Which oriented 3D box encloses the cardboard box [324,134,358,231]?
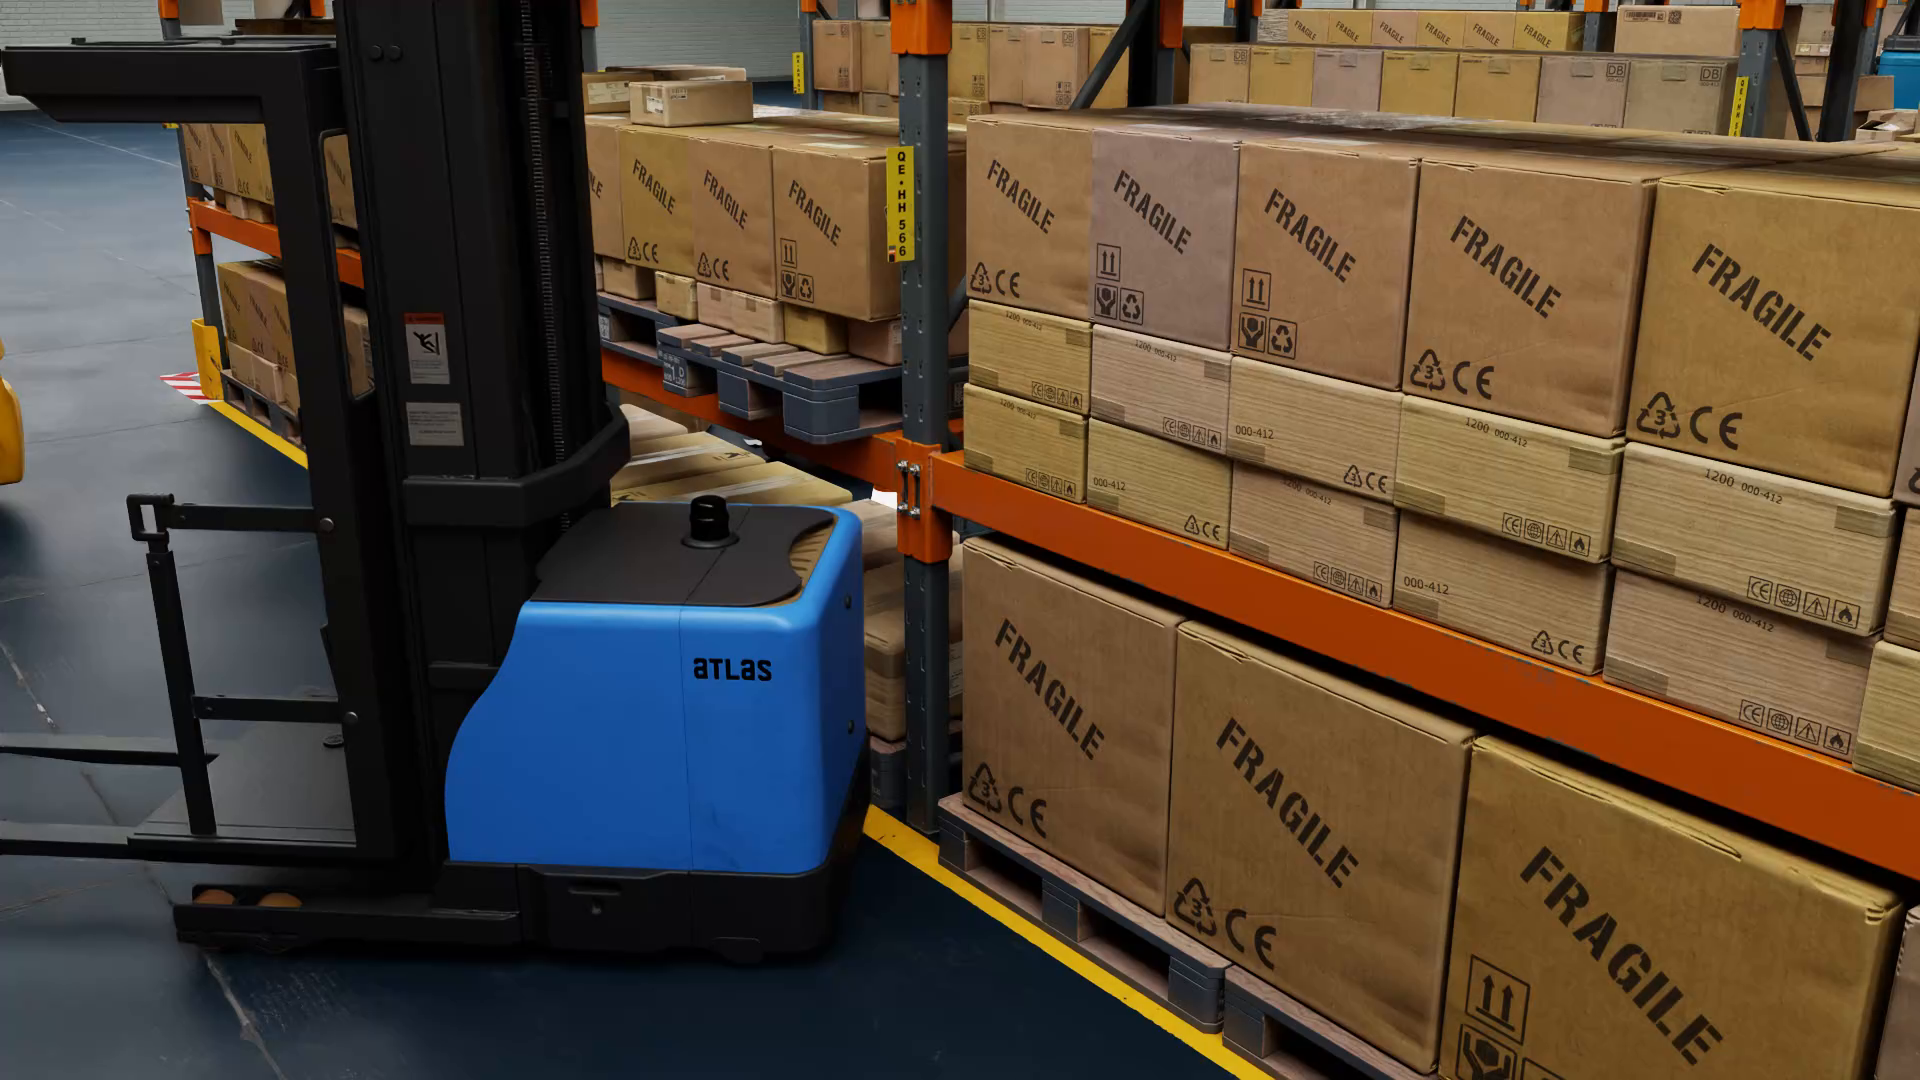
[{"bbox_3d":[-3.028,-1.924,8.769,0.500,0.500,0.500,-13,22,-34],"label":"cardboard box"}]

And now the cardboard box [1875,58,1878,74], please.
[{"bbox_3d":[12.064,-5.950,21.401,0.700,0.500,0.500,-13,22,-35],"label":"cardboard box"}]

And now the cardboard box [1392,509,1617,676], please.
[{"bbox_3d":[1.321,0.052,3.672,0.500,0.250,0.500,-14,23,-36],"label":"cardboard box"}]

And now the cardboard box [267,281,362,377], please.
[{"bbox_3d":[-3.783,-1.273,9.948,0.500,0.500,0.500,-13,23,-35],"label":"cardboard box"}]

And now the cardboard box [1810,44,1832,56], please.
[{"bbox_3d":[11.370,-6.429,21.815,0.380,0.149,0.250,-14,23,-37],"label":"cardboard box"}]

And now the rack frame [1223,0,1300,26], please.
[{"bbox_3d":[3.053,-4.469,17.086,1.000,3.000,0.127,-14,23,-36],"label":"rack frame"}]

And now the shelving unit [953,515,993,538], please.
[{"bbox_3d":[0.005,-0.425,8.215,0.258,0.900,0.210,-14,23,-36],"label":"shelving unit"}]

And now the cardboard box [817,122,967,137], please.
[{"bbox_3d":[-0.176,-1.234,6.018,0.500,0.500,0.500,-13,22,-33],"label":"cardboard box"}]

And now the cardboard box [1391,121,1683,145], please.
[{"bbox_3d":[1.406,-0.761,4.138,0.500,0.500,0.500,-14,23,-36],"label":"cardboard box"}]

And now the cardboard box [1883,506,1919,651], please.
[{"bbox_3d":[1.954,0.073,2.813,0.500,0.250,0.500,-13,23,-35],"label":"cardboard box"}]

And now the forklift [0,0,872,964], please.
[{"bbox_3d":[-1.839,-0.369,4.815,3.031,2.935,1.130,1,18,4],"label":"forklift"}]

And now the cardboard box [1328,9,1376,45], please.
[{"bbox_3d":[3.797,-4.696,15.549,0.500,0.500,0.500,-14,23,-36],"label":"cardboard box"}]

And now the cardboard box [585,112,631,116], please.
[{"bbox_3d":[-1.558,-1.518,6.874,0.500,0.500,0.500,-14,23,-36],"label":"cardboard box"}]

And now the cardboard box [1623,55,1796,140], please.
[{"bbox_3d":[3.798,-2.189,8.452,0.700,0.500,0.500,-14,23,-36],"label":"cardboard box"}]

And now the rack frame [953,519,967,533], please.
[{"bbox_3d":[-0.058,-0.450,8.291,0.240,0.900,0.006,-14,23,-36],"label":"rack frame"}]

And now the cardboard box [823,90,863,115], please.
[{"bbox_3d":[-0.632,-3.514,13.965,0.875,0.550,0.550,-14,23,-36],"label":"cardboard box"}]

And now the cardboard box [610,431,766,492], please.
[{"bbox_3d":[-1.456,-0.196,7.694,0.950,0.372,0.625,-12,22,-33],"label":"cardboard box"}]

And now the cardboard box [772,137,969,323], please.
[{"bbox_3d":[-0.249,-1.009,5.338,0.500,0.500,0.500,-15,23,-38],"label":"cardboard box"}]

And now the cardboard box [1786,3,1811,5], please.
[{"bbox_3d":[11.133,-6.934,22.308,0.700,0.500,0.500,-14,23,-36],"label":"cardboard box"}]

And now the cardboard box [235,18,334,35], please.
[{"bbox_3d":[-4.227,-3.115,10.774,0.700,0.500,0.500,-15,23,-37],"label":"cardboard box"}]

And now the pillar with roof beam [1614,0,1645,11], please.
[{"bbox_3d":[8.714,-10.852,26.818,9.100,9.000,0.400,-14,23,-36],"label":"pillar with roof beam"}]

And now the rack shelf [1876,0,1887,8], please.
[{"bbox_3d":[10.661,-5.039,15.182,1.077,0.370,4.000,-14,23,-36],"label":"rack shelf"}]

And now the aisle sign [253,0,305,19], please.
[{"bbox_3d":[-4.527,-3.841,11.054,0.394,0.787,0.004,-14,23,-36],"label":"aisle sign"}]

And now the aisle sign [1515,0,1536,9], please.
[{"bbox_3d":[6.661,-6.630,19.478,0.394,0.787,0.004,-14,23,-36],"label":"aisle sign"}]

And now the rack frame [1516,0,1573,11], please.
[{"bbox_3d":[6.935,-5.435,20.006,1.000,3.000,0.127,-14,23,-36],"label":"rack frame"}]

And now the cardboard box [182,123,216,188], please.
[{"bbox_3d":[-4.639,-2.552,10.667,0.500,0.500,0.500,-14,23,-37],"label":"cardboard box"}]

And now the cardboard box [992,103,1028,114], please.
[{"bbox_3d":[0.745,-2.987,12.372,0.875,0.550,0.550,-14,23,-36],"label":"cardboard box"}]

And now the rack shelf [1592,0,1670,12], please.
[{"bbox_3d":[6.778,-4.073,12.263,1.077,0.370,4.000,-14,23,-36],"label":"rack shelf"}]

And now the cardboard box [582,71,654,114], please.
[{"bbox_3d":[-1.462,-1.812,6.732,0.380,0.149,0.250,-12,22,-33],"label":"cardboard box"}]

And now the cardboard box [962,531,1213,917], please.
[{"bbox_3d":[0.615,0.432,4.997,0.875,0.875,0.875,-14,23,-37],"label":"cardboard box"}]

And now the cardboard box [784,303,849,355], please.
[{"bbox_3d":[-0.360,-0.730,5.527,0.380,0.149,0.250,-14,23,-35],"label":"cardboard box"}]

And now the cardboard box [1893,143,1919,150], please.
[{"bbox_3d":[4.373,-1.699,7.508,0.380,0.149,0.250,-15,23,-38],"label":"cardboard box"}]

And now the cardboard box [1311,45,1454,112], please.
[{"bbox_3d":[2.533,-2.690,9.965,0.700,0.500,0.500,-14,23,-36],"label":"cardboard box"}]

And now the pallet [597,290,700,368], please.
[{"bbox_3d":[-1.010,-0.952,6.771,1.003,0.211,1.213,-14,23,-36],"label":"pallet"}]

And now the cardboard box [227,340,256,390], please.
[{"bbox_3d":[-4.432,-1.176,10.848,0.500,0.250,0.500,-14,23,-37],"label":"cardboard box"}]

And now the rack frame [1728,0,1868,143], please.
[{"bbox_3d":[4.069,-1.554,8.285,1.000,3.000,0.127,-14,23,-36],"label":"rack frame"}]

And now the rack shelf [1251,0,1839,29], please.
[{"bbox_3d":[2.827,-3.130,9.415,1.077,0.370,4.000,-14,23,-36],"label":"rack shelf"}]

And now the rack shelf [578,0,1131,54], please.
[{"bbox_3d":[-0.990,-2.139,6.422,1.077,0.370,4.000,-14,23,-36],"label":"rack shelf"}]

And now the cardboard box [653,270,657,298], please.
[{"bbox_3d":[-0.940,-0.999,6.338,0.380,0.149,0.250,-14,23,-36],"label":"cardboard box"}]

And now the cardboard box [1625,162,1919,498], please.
[{"bbox_3d":[1.634,-0.416,3.096,0.500,0.500,0.500,-13,22,-34],"label":"cardboard box"}]

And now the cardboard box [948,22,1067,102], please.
[{"bbox_3d":[0.388,-3.623,12.576,0.875,0.550,0.500,-14,23,-36],"label":"cardboard box"}]

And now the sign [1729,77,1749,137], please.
[{"bbox_3d":[3.636,-1.995,7.773,0.100,0.325,0.005,-14,23,-36],"label":"sign"}]

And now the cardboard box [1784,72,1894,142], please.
[{"bbox_3d":[6.685,-3.322,12.792,0.797,0.503,0.637,-11,21,-31],"label":"cardboard box"}]

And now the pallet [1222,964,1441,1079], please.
[{"bbox_3d":[1.435,1.270,4.192,1.003,0.211,1.213,-14,23,-36],"label":"pallet"}]

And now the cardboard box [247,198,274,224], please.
[{"bbox_3d":[-4.090,-2.022,10.096,0.380,0.149,0.250,-13,22,-35],"label":"cardboard box"}]

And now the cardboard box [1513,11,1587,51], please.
[{"bbox_3d":[5.041,-4.204,14.063,0.500,0.500,0.500,-14,23,-36],"label":"cardboard box"}]

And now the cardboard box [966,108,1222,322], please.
[{"bbox_3d":[0.366,-0.916,4.608,0.500,0.500,0.500,-15,23,-38],"label":"cardboard box"}]

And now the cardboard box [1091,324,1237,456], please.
[{"bbox_3d":[0.692,-0.429,4.329,0.500,0.250,0.500,-13,23,-35],"label":"cardboard box"}]
